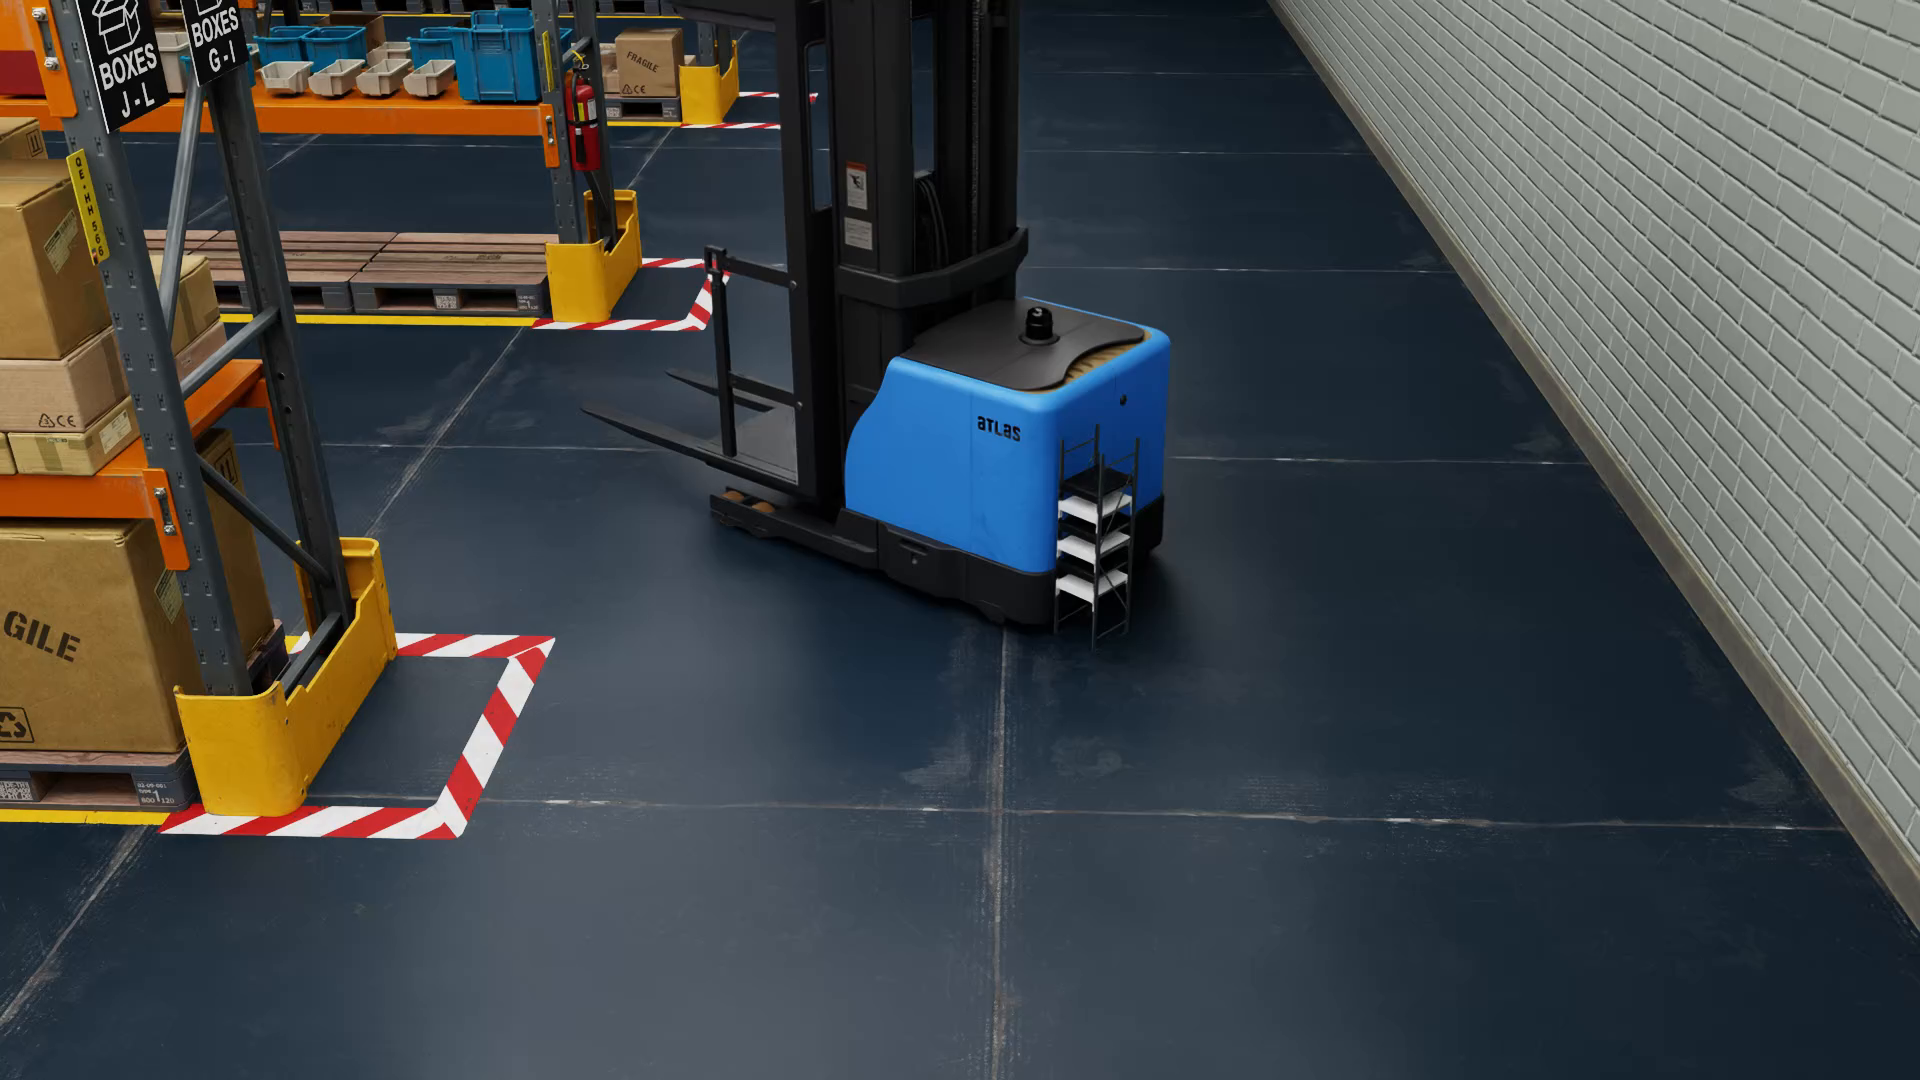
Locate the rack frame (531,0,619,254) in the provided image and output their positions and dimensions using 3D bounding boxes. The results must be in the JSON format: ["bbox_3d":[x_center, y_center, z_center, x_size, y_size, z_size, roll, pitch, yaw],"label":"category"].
[{"bbox_3d":[-2.364,-2.938,10.089,0.127,3.000,1.000,1,28,2],"label":"rack frame"}]

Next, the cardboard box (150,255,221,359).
[{"bbox_3d":[-3.009,-0.819,5.934,0.500,0.250,0.500,0,28,0],"label":"cardboard box"}]

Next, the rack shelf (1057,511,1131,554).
[{"bbox_3d":[0.554,-0.052,6.766,0.200,0.077,0.258,24,36,37],"label":"rack shelf"}]

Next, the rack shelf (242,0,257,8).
[{"bbox_3d":[-4.184,-4.971,14.693,4.000,0.370,1.077,1,28,2],"label":"rack shelf"}]

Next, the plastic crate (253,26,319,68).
[{"bbox_3d":[-4.215,-3.075,10.463,0.300,0.233,0.416,1,28,2],"label":"plastic crate"}]

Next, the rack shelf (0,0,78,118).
[{"bbox_3d":[-4.537,-1.660,5.244,4.000,0.370,1.077,1,28,2],"label":"rack shelf"}]

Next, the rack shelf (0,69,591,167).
[{"bbox_3d":[-4.362,-2.653,10.320,4.000,0.370,1.077,1,28,2],"label":"rack shelf"}]

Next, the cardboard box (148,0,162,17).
[{"bbox_3d":[-7.657,-4.882,15.155,0.500,0.250,0.500,1,28,2],"label":"cardboard box"}]

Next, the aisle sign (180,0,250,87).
[{"bbox_3d":[-2.456,-1.907,5.369,0.004,0.787,0.394,1,28,2],"label":"aisle sign"}]

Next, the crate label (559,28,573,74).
[{"bbox_3d":[-2.599,-3.048,10.412,0.303,0.233,0.416,1,28,2],"label":"crate label"}]

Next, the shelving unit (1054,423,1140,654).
[{"bbox_3d":[0.553,-0.002,6.792,0.210,0.900,0.258,24,36,37],"label":"shelving unit"}]

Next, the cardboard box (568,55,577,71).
[{"bbox_3d":[-3.686,-4.159,14.859,0.500,0.250,0.500,1,28,2],"label":"cardboard box"}]

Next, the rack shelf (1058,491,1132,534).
[{"bbox_3d":[0.554,-0.132,6.724,0.200,0.077,0.258,24,36,37],"label":"rack shelf"}]

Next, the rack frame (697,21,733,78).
[{"bbox_3d":[-2.185,-5.256,14.463,0.127,3.000,1.000,1,28,2],"label":"rack frame"}]

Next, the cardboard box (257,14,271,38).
[{"bbox_3d":[-6.657,-4.534,15.300,0.500,0.500,0.500,0,28,-1],"label":"cardboard box"}]

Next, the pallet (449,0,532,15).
[{"bbox_3d":[-5.254,-6.360,19.522,1.213,0.211,1.003,1,28,2],"label":"pallet"}]

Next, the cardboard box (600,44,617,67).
[{"bbox_3d":[-3.218,-4.386,15.286,0.500,0.250,0.500,1,28,2],"label":"cardboard box"}]

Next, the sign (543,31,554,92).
[{"bbox_3d":[-2.367,-2.752,9.564,0.005,0.325,0.100,1,28,2],"label":"sign"}]

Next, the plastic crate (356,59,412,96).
[{"bbox_3d":[-3.474,-2.788,10.024,0.243,0.136,0.396,1,28,2],"label":"plastic crate"}]

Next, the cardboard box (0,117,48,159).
[{"bbox_3d":[-3.508,-1.158,5.774,0.500,0.500,0.500,0,28,1],"label":"cardboard box"}]

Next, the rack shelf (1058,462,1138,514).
[{"bbox_3d":[0.554,-0.212,6.682,0.200,0.077,0.258,24,36,37],"label":"rack shelf"}]

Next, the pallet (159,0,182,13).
[{"bbox_3d":[-9.224,-6.427,19.648,1.213,0.211,1.003,1,28,2],"label":"pallet"}]

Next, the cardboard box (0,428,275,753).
[{"bbox_3d":[-3.181,0.161,6.064,0.875,0.875,0.875,1,28,2],"label":"cardboard box"}]

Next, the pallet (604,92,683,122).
[{"bbox_3d":[-3.058,-4.038,15.142,1.213,0.211,1.003,1,28,2],"label":"pallet"}]

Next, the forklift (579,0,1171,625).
[{"bbox_3d":[-0.558,-1.481,7.415,3.031,2.935,1.130,20,34,32],"label":"forklift"}]

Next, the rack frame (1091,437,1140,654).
[{"bbox_3d":[0.628,0.030,6.731,0.006,0.900,0.240,24,36,37],"label":"rack frame"}]

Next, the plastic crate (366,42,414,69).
[{"bbox_3d":[-3.594,-3.061,10.539,0.298,0.136,0.250,1,28,2],"label":"plastic crate"}]

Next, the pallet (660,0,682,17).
[{"bbox_3d":[-2.816,-6.319,19.446,1.213,0.211,1.003,1,28,2],"label":"pallet"}]

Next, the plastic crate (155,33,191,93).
[{"bbox_3d":[-4.842,-2.866,10.017,0.530,0.282,0.437,1,28,2],"label":"plastic crate"}]

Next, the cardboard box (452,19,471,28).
[{"bbox_3d":[-4.305,-4.385,15.015,0.637,0.503,0.797,1,28,2],"label":"cardboard box"}]

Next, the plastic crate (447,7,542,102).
[{"bbox_3d":[-2.705,-2.898,9.912,0.499,0.435,0.616,1,28,2],"label":"plastic crate"}]

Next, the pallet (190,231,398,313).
[{"bbox_3d":[-4.402,-1.759,10.842,1.213,0.211,1.003,1,28,2],"label":"pallet"}]

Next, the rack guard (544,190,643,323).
[{"bbox_3d":[-2.339,-1.839,10.685,0.348,0.500,1.175,1,28,2],"label":"rack guard"}]

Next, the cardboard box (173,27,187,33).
[{"bbox_3d":[-6.686,-4.286,14.832,0.500,0.500,0.500,1,28,2],"label":"cardboard box"}]

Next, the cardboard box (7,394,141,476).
[{"bbox_3d":[-2.906,-0.360,5.495,0.250,0.149,0.380,1,28,3],"label":"cardboard box"}]

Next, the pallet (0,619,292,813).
[{"bbox_3d":[-3.340,0.636,6.324,1.213,0.211,1.003,1,28,2],"label":"pallet"}]

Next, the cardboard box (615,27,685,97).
[{"bbox_3d":[-2.737,-4.240,14.744,0.500,0.500,0.500,1,28,2],"label":"cardboard box"}]

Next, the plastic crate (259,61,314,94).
[{"bbox_3d":[-4.050,-2.777,10.004,0.250,0.136,0.298,1,28,2],"label":"plastic crate"}]
